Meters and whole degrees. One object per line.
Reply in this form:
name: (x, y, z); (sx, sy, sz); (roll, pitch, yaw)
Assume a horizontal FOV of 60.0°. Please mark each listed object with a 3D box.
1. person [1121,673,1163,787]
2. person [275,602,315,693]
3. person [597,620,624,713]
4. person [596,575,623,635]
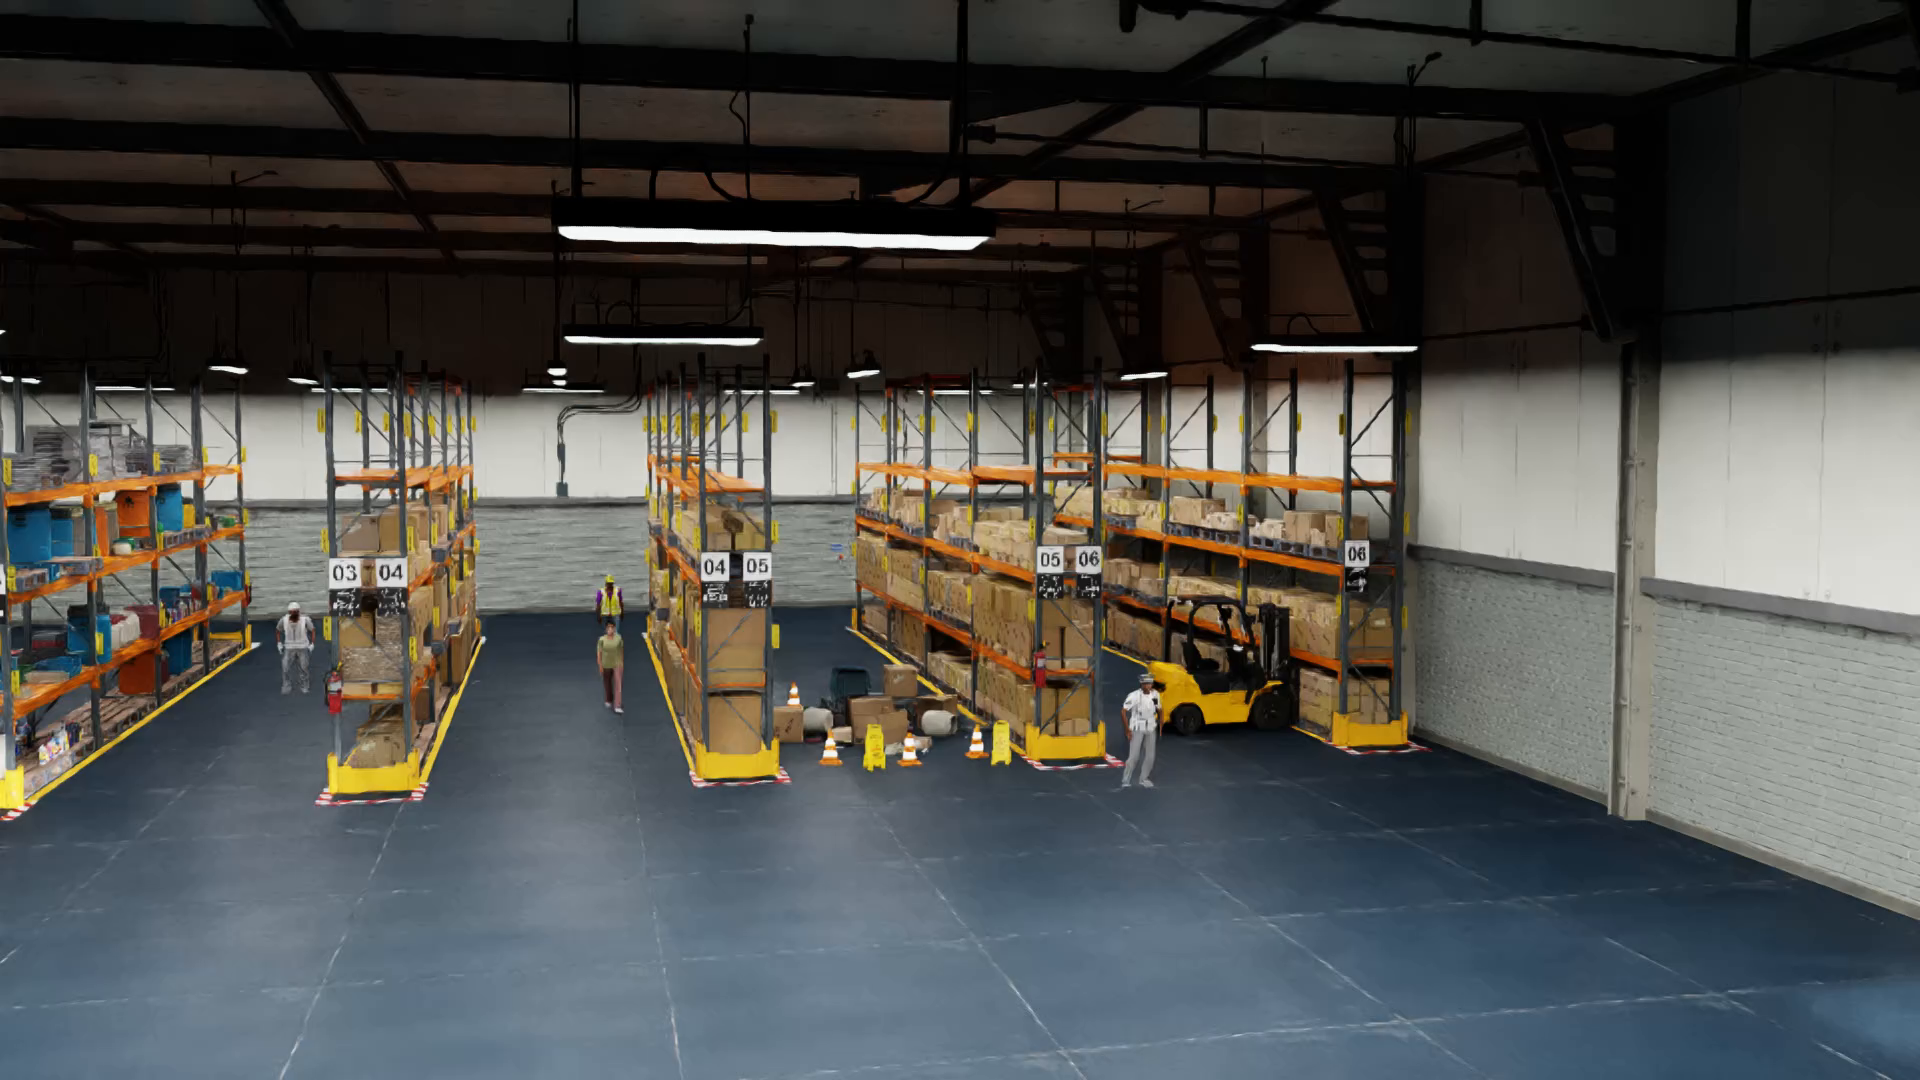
person: (2.507, 2.606, 22.858); (0.592, 1.629, 0.532); (-1, 4, -15)
person: (-12.341, 1.996, 30.877); (0.702, 1.735, 0.549); (-1, 4, -15)
person: (-6.086, 2.177, 28.951); (0.448, 1.590, 1.110); (-1, 4, -11)
person: (-7.690, 1.605, 36.504); (0.579, 1.684, 1.105); (-1, 4, -10)
